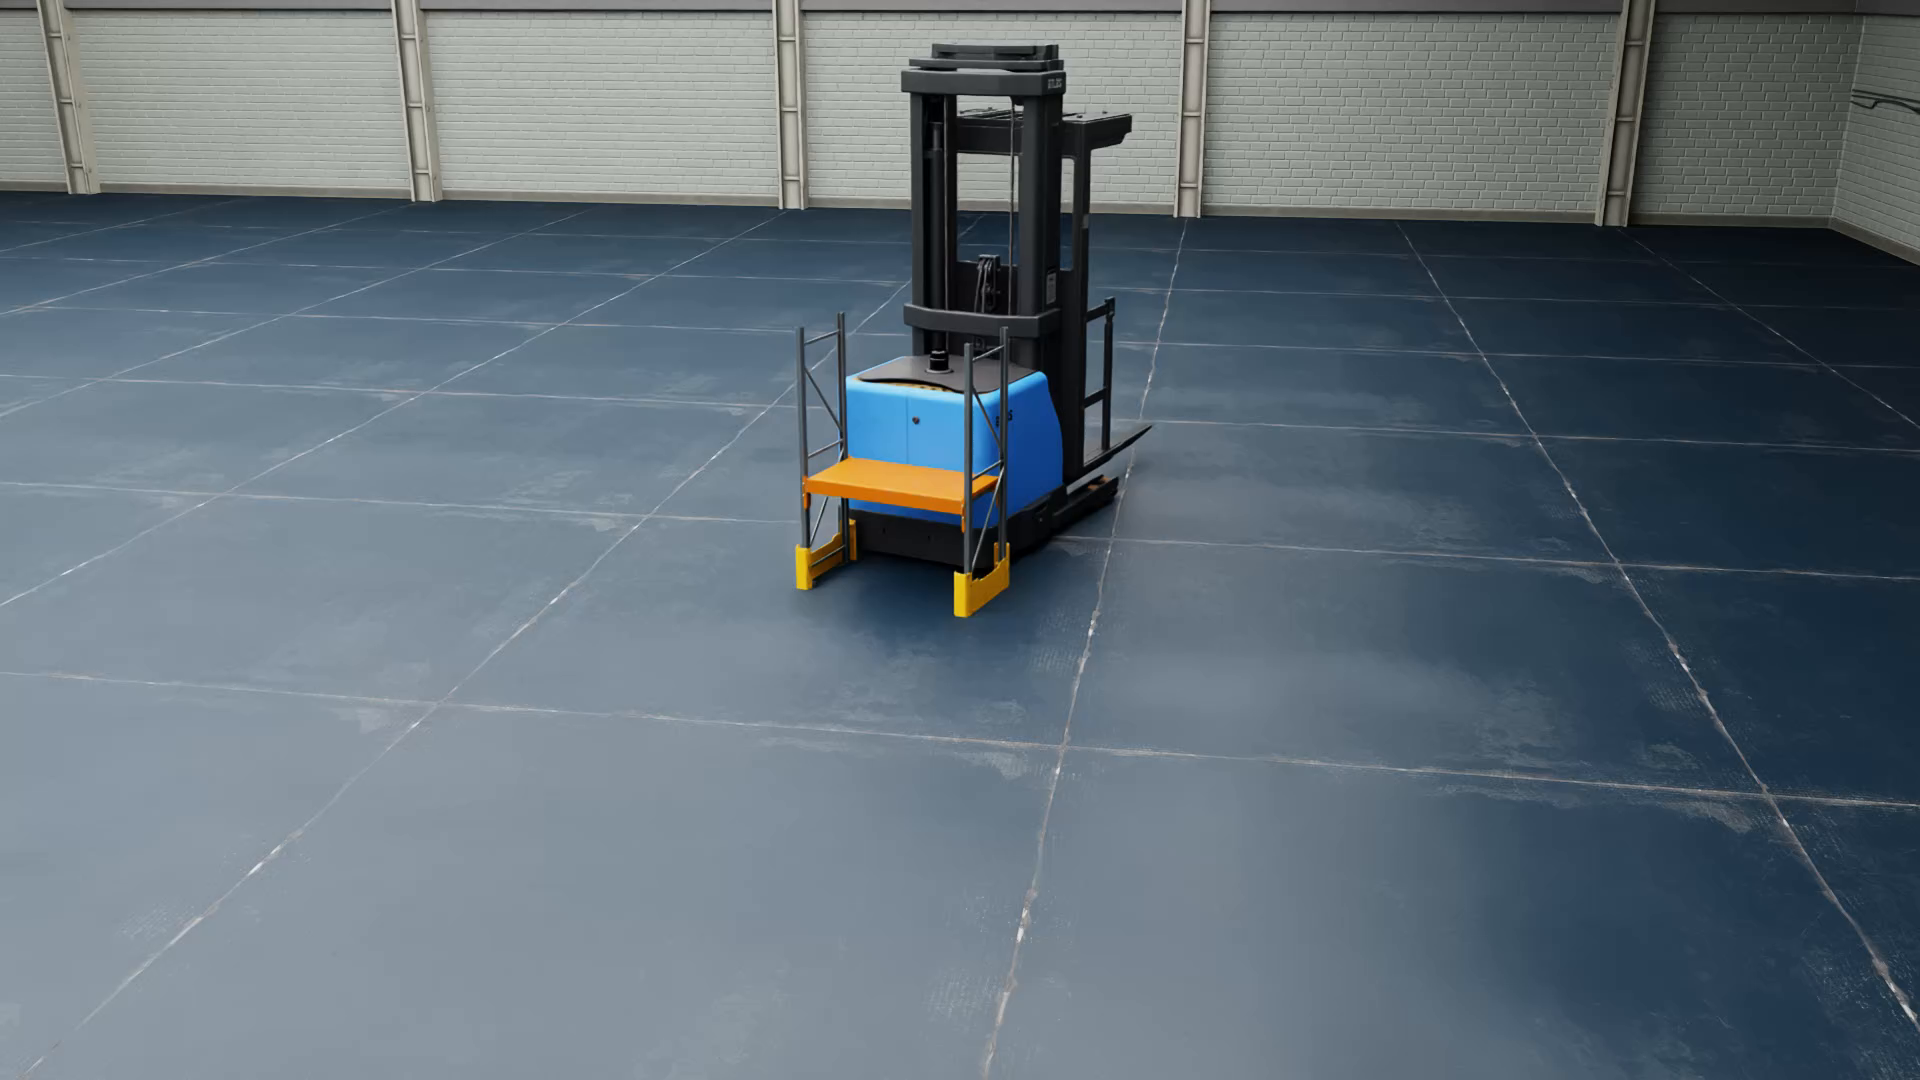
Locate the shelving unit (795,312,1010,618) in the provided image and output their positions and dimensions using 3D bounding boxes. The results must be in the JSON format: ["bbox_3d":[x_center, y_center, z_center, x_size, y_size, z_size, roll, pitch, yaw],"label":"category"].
[{"bbox_3d":[-0.324,-0.443,9.264,1.083,1.500,0.587,9,20,24],"label":"shelving unit"}]

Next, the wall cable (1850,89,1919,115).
[{"bbox_3d":[11.996,-6.736,21.147,0.112,2.526,3.097,3,19,9],"label":"wall cable"}]

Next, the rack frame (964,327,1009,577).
[{"bbox_3d":[0.143,-0.372,9.052,0.032,1.500,0.500,9,20,24],"label":"rack frame"}]

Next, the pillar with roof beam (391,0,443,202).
[{"bbox_3d":[-9.158,-8.328,21.012,0.400,9.000,9.100,3,19,9],"label":"pillar with roof beam"}]

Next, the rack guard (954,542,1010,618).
[{"bbox_3d":[0.126,0.218,9.258,0.087,0.250,0.587,9,20,24],"label":"rack guard"}]

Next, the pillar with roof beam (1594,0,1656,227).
[{"bbox_3d":[8.614,-7.422,18.305,0.400,9.000,9.100,3,19,9],"label":"pillar with roof beam"}]

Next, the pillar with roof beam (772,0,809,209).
[{"bbox_3d":[-3.234,-8.026,20.110,0.400,9.000,9.100,3,19,9],"label":"pillar with roof beam"}]

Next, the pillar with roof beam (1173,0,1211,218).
[{"bbox_3d":[2.690,-7.724,19.207,0.400,9.000,9.100,3,19,9],"label":"pillar with roof beam"}]

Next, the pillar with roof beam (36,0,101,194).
[{"bbox_3d":[-15.082,-8.630,21.915,0.400,9.000,9.100,3,19,9],"label":"pillar with roof beam"}]

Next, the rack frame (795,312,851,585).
[{"bbox_3d":[-0.774,-0.511,9.468,0.032,1.500,0.500,9,20,24],"label":"rack frame"}]

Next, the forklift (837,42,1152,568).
[{"bbox_3d":[0.399,-1.648,10.609,1.130,2.935,3.031,9,21,26],"label":"forklift"}]

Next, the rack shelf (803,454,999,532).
[{"bbox_3d":[-0.315,-0.271,9.317,1.000,0.185,0.538,9,20,24],"label":"rack shelf"}]

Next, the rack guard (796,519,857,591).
[{"bbox_3d":[-0.773,0.081,9.666,0.087,0.250,0.587,9,20,24],"label":"rack guard"}]
